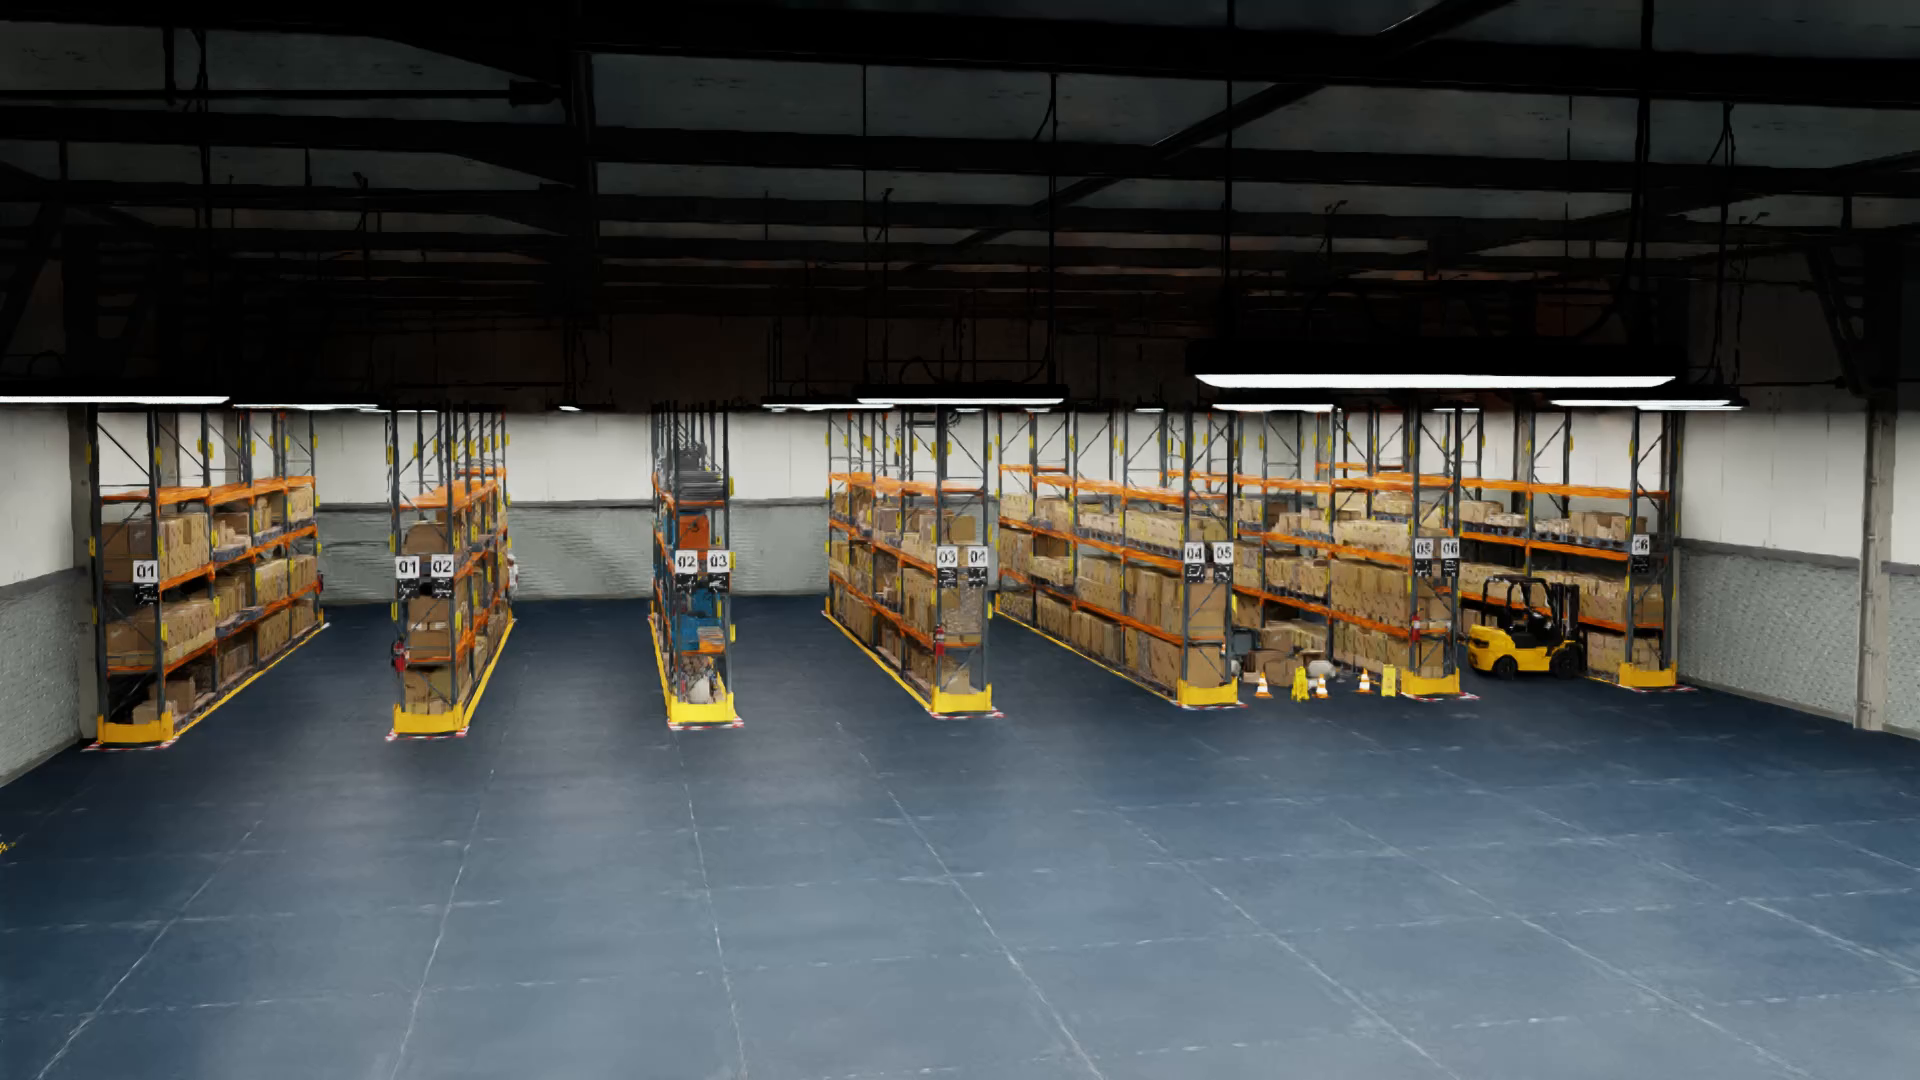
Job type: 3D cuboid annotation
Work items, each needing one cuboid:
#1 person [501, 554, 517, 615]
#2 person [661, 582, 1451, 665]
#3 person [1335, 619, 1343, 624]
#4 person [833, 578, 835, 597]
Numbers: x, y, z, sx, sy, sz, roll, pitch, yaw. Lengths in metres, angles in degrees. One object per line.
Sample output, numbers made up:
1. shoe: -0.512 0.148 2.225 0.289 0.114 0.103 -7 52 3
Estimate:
1. person: -12.902 1.271 47.388 0.569 1.777 0.601 4 6 42
2. person: 1.957 1.878 39.855 19.086 1.674 1.205 1 4 13
3. person: 10.461 1.483 45.015 0.577 1.662 0.554 1 4 10
4. person: -4.759 0.678 27.955 25.315 5.854 39.887 -2 5 -29
